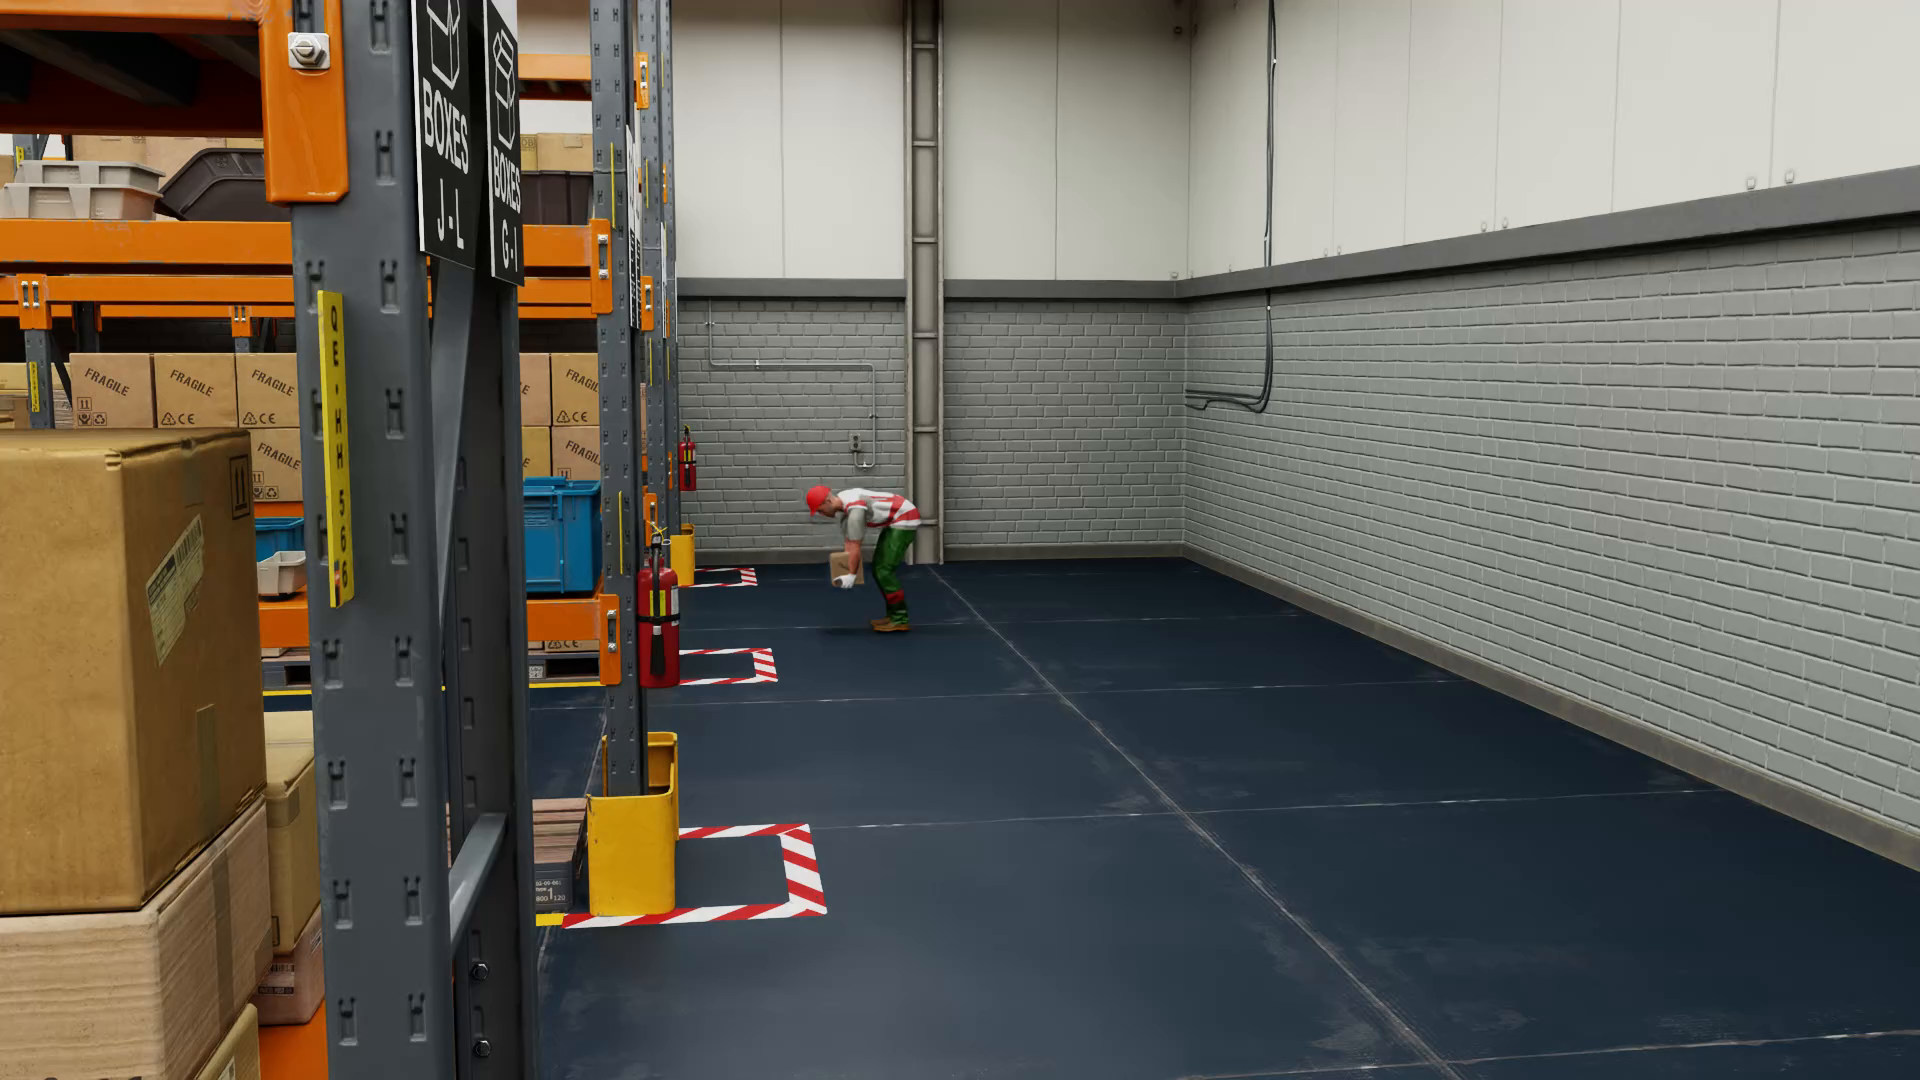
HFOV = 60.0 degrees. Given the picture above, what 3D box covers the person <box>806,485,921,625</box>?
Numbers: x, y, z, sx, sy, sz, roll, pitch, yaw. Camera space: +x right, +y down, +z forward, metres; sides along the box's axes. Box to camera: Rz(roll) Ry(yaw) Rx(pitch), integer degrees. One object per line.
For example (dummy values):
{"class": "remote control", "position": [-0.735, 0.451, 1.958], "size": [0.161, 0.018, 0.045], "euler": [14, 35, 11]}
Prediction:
{"class": "person", "position": [-0.802, 0.118, 13.834], "size": [0.947, 1.159, 0.493], "euler": [-1, 7, -10]}
